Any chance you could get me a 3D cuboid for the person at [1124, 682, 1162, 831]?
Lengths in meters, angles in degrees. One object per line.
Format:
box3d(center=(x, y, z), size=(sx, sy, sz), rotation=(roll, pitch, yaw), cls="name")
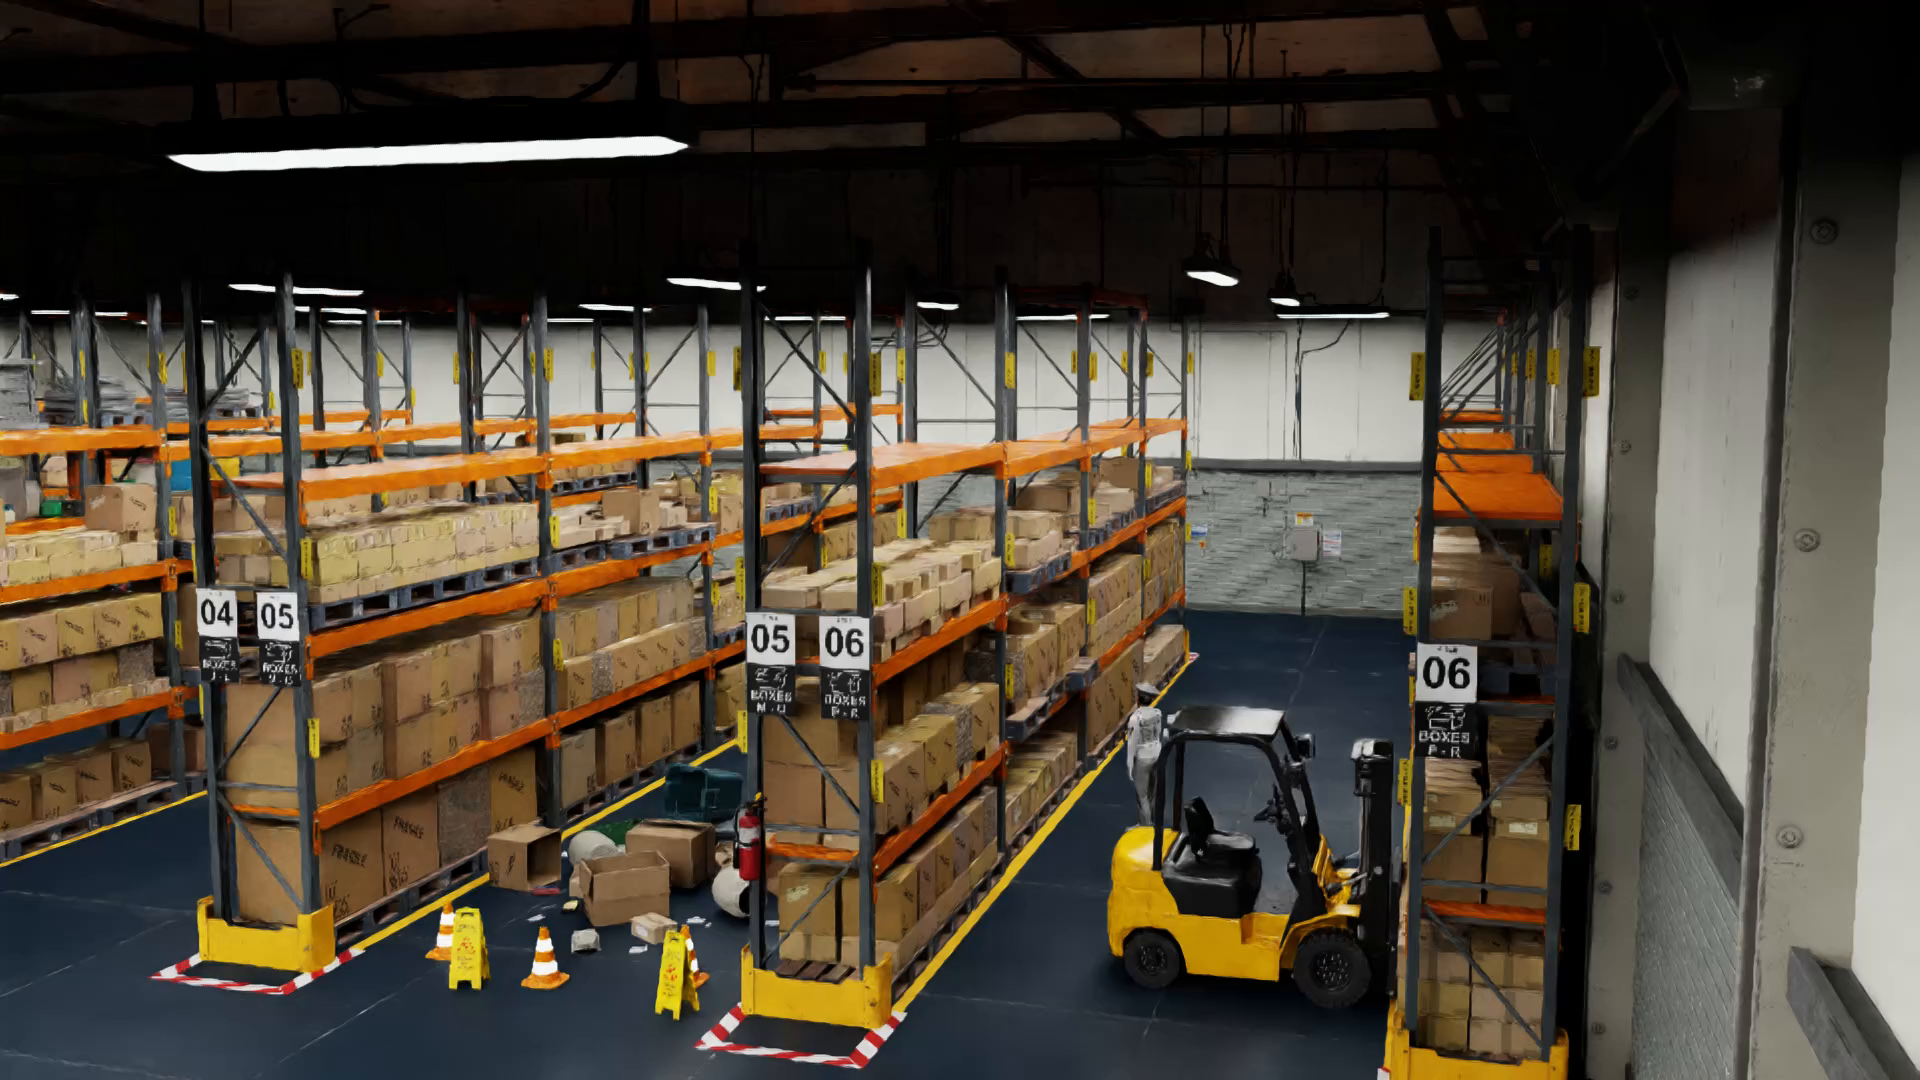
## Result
box3d(center=(1.916, 2.352, 17.667), size=(0.525, 1.677, 0.455), rotation=(-6, 9, -43), cls="person")
